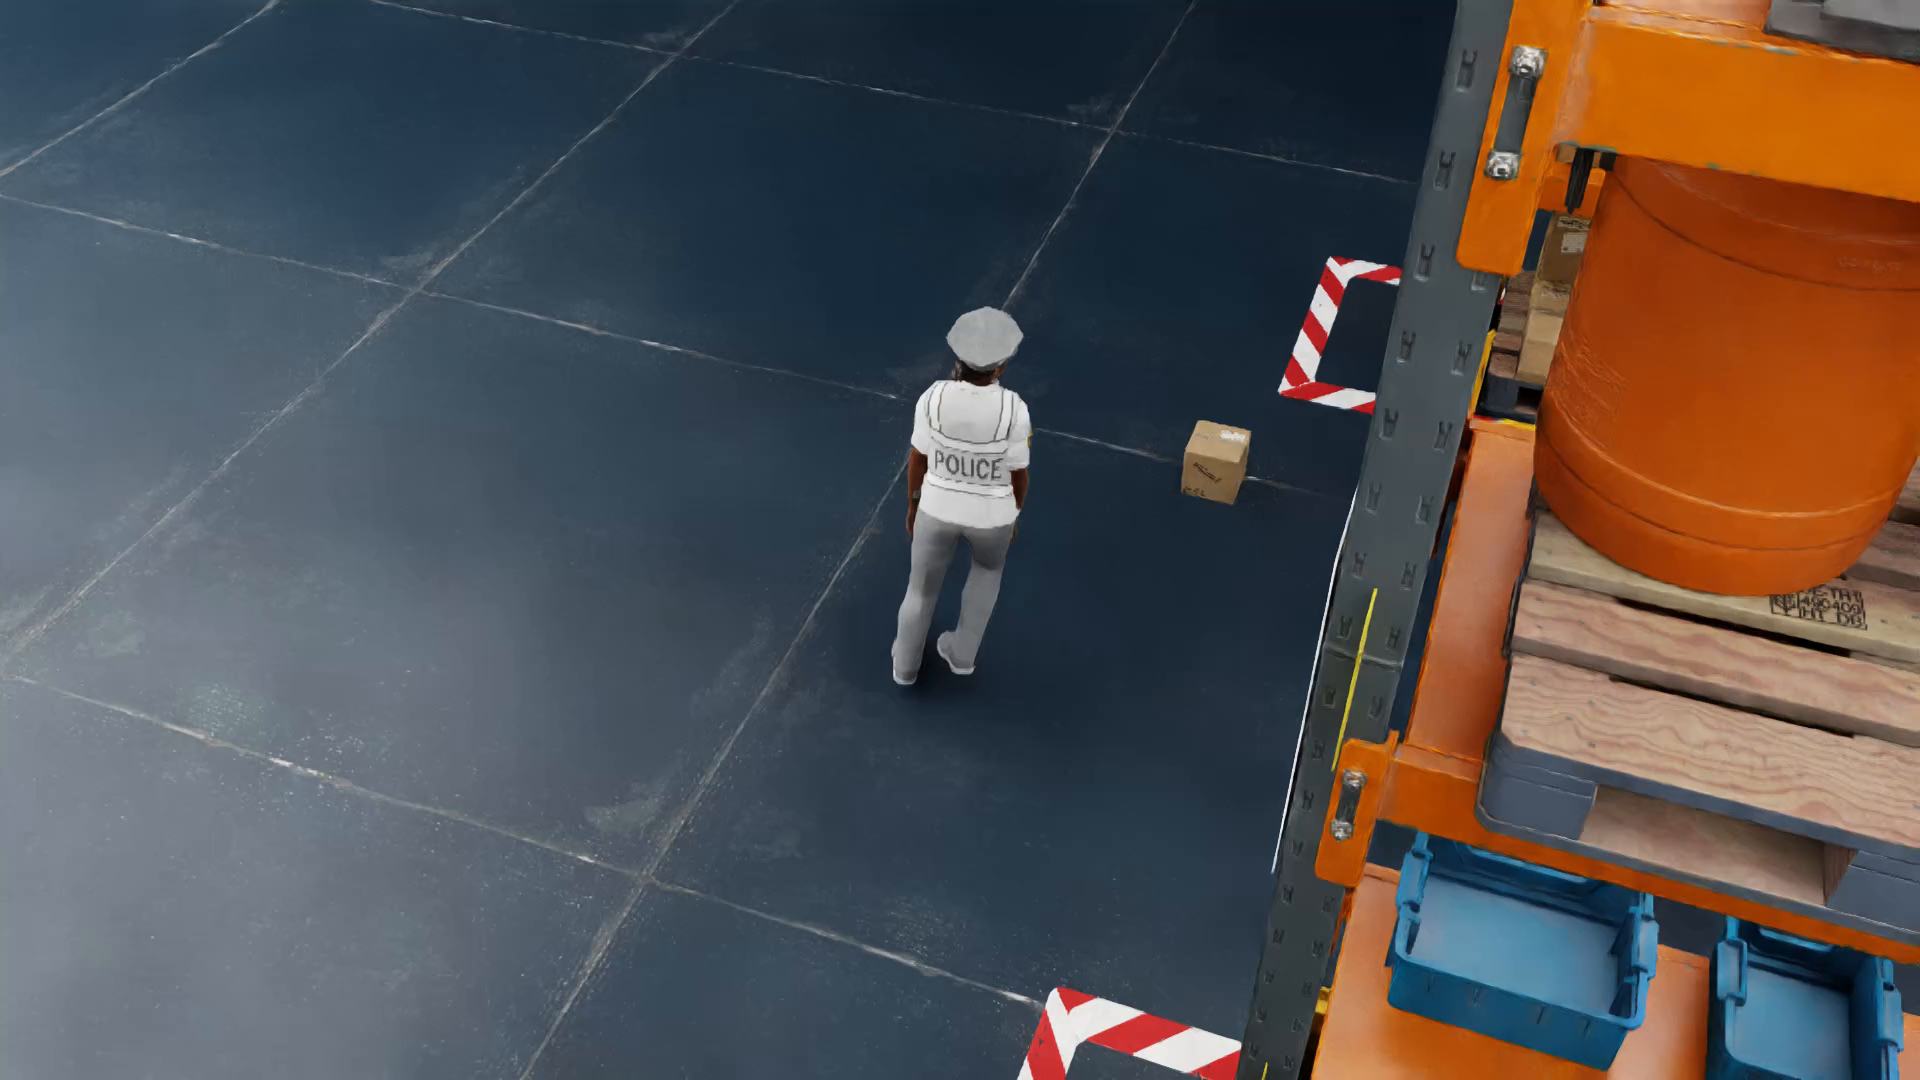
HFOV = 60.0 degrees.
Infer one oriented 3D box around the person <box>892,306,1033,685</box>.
[{"bbox_3d":[-0.008,-0.123,6.283,0.551,1.649,0.383,6,42,6],"label":"person"}]
